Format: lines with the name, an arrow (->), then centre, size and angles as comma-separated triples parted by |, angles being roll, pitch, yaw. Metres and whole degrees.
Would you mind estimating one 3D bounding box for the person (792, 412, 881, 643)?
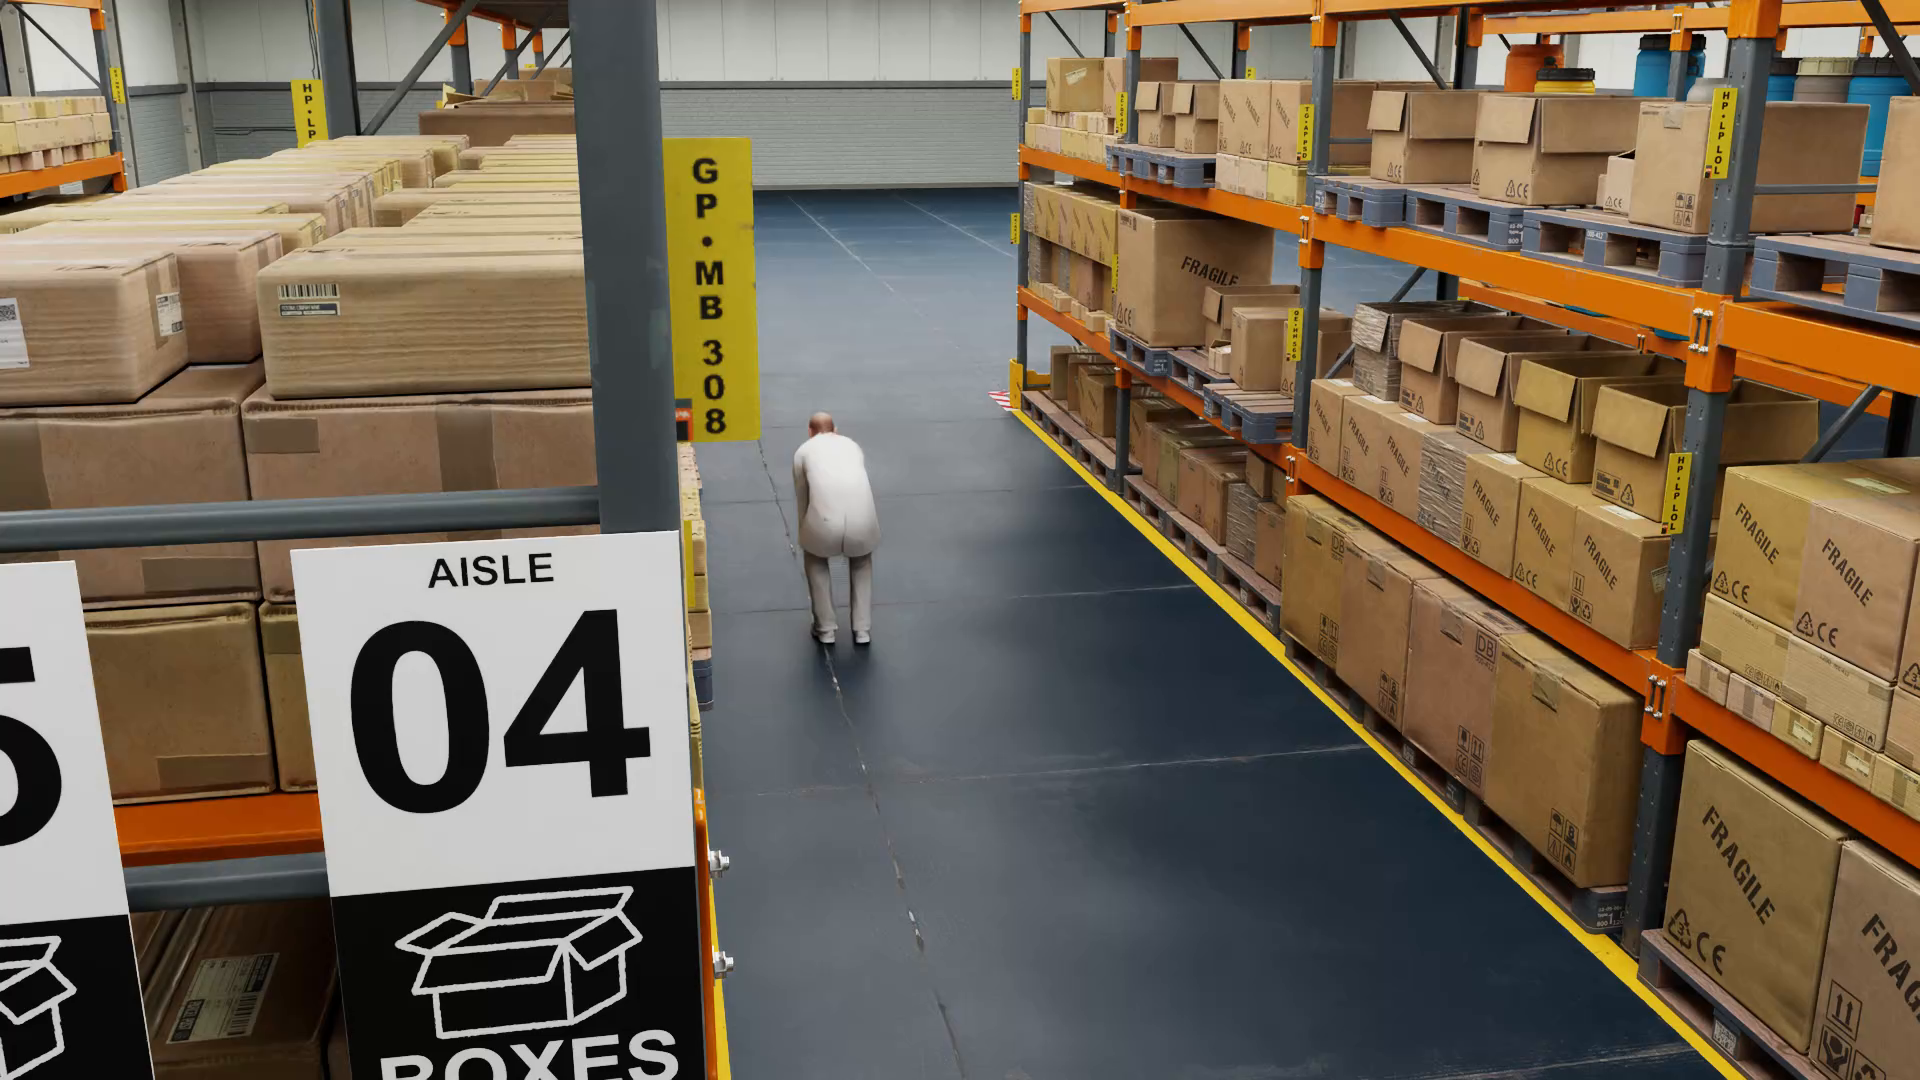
person -> -0.826, -0.081, 10.991 | 0.552, 1.421, 0.858 | -4, 17, -13
